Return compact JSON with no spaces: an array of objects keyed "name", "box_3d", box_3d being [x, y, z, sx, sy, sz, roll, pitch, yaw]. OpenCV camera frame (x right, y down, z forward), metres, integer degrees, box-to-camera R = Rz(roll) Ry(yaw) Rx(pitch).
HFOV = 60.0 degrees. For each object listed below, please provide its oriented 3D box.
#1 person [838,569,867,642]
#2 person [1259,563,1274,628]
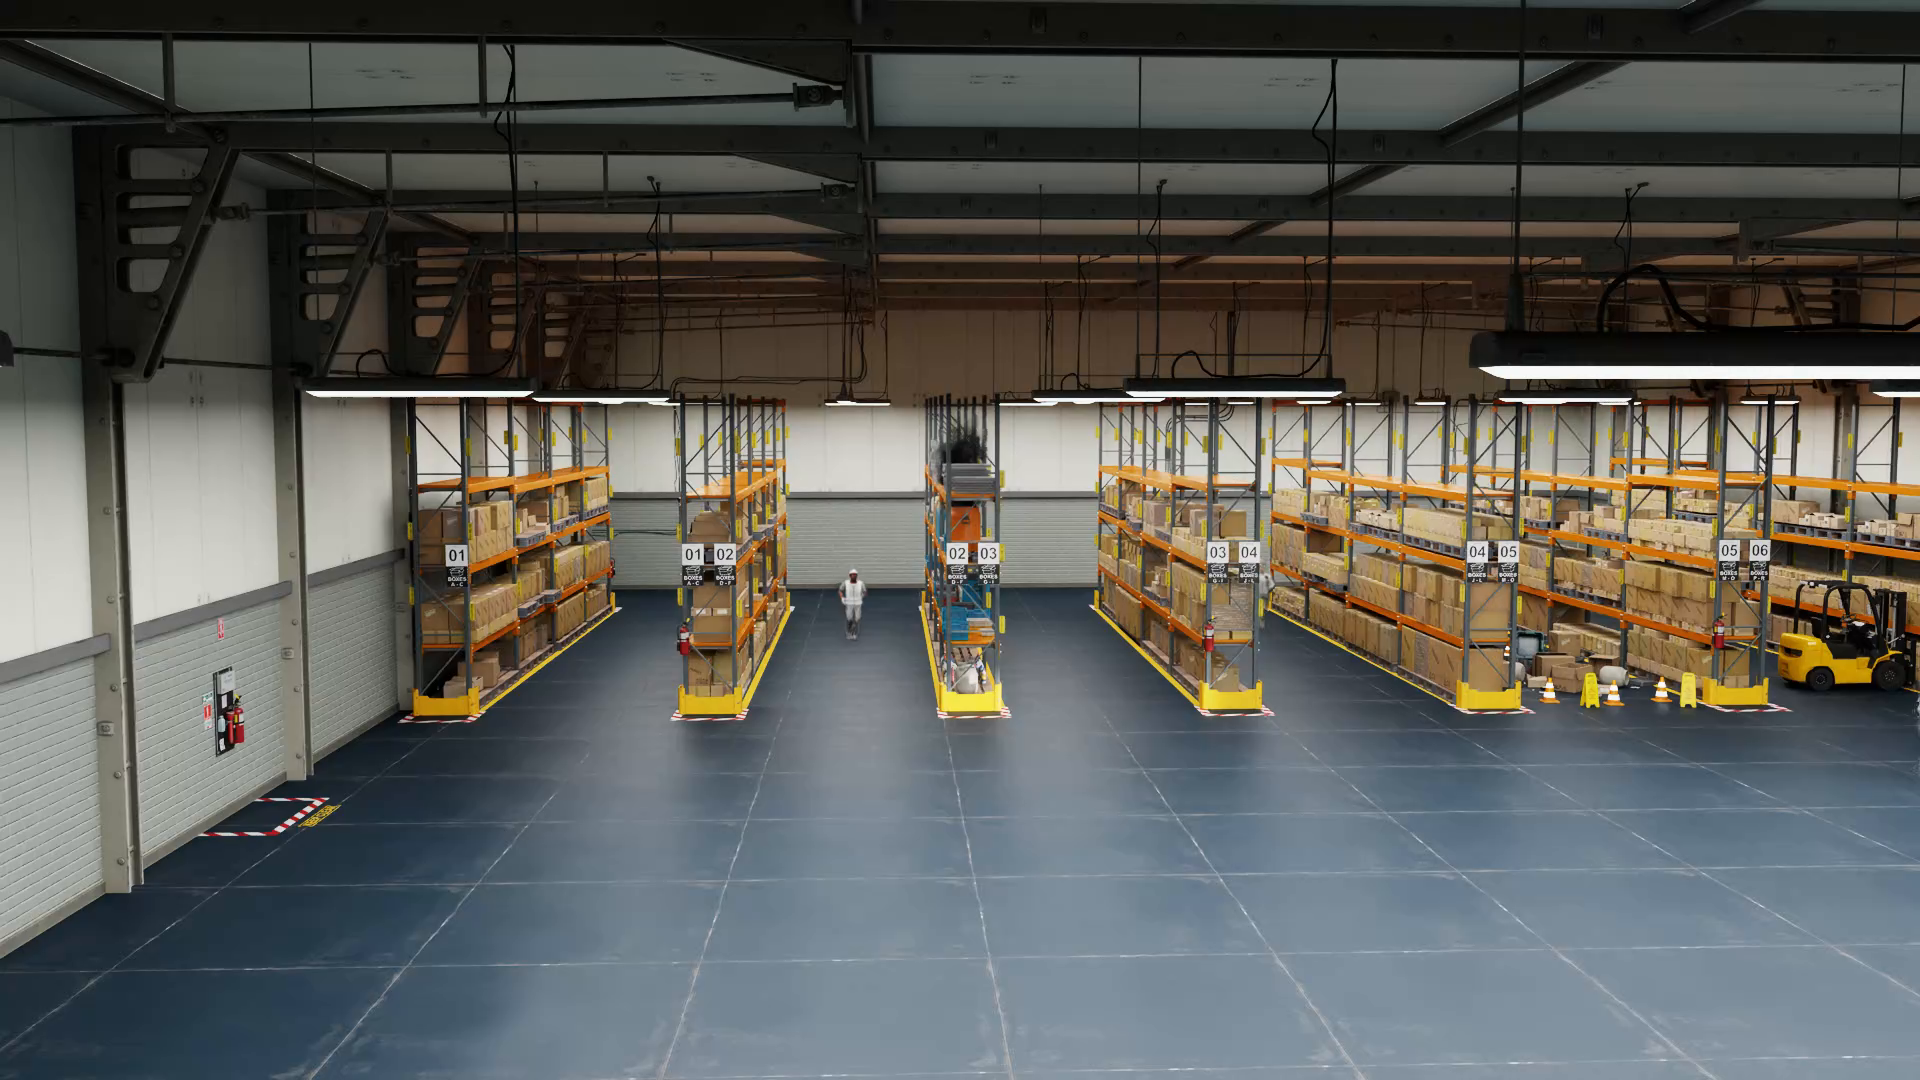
[{"name":"person","box_3d":[-2.618,1.614,40.855,0.670,1.783,0.661,-1,5,-12]},{"name":"person","box_3d":[7.954,1.437,43.730,0.608,1.699,0.816,0,5,3]}]
